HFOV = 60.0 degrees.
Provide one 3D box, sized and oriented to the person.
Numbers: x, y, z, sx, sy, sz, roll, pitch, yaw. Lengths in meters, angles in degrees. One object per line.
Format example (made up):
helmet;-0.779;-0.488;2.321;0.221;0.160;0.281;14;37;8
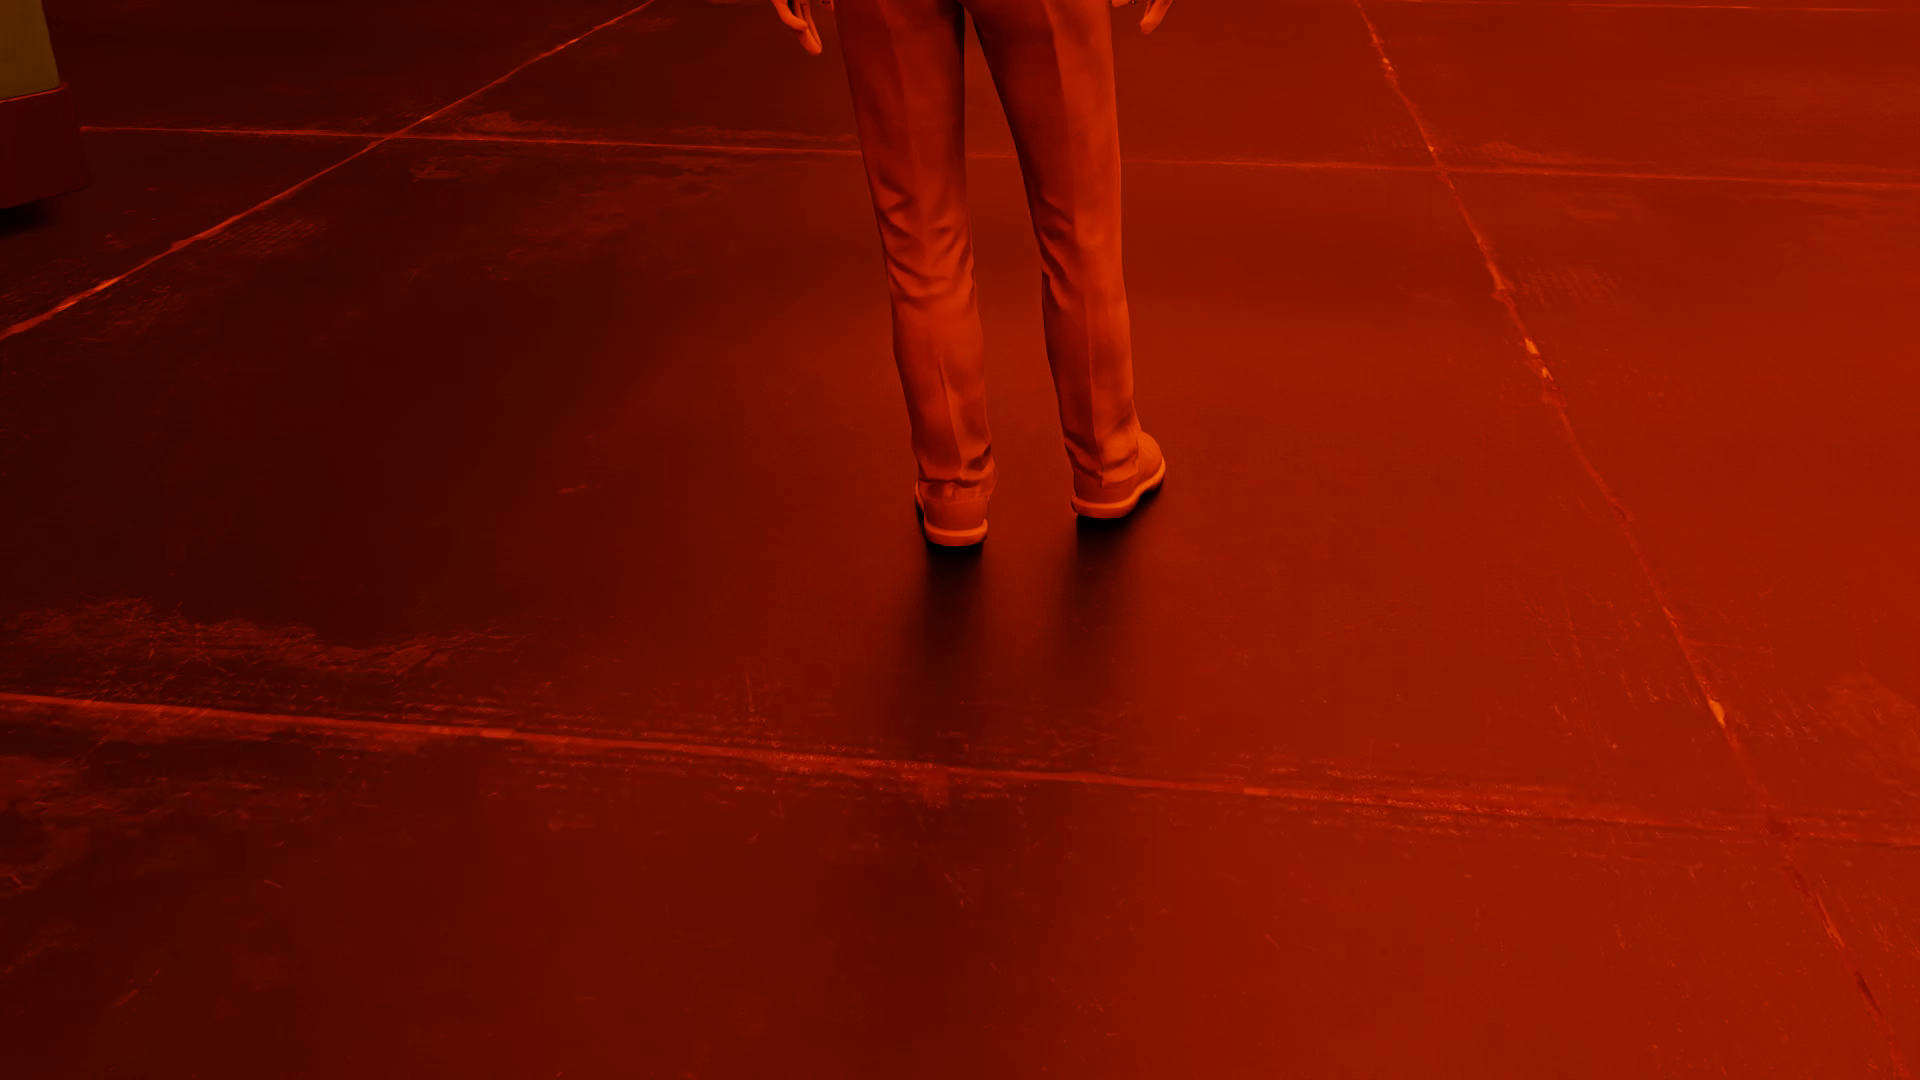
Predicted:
person;0.015;-0.794;2.179;0.587;1.695;0.531;3;27;7

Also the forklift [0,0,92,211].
forklift;-3.676;-2.251;3.729;3.031;2.935;1.130;14;30;26
